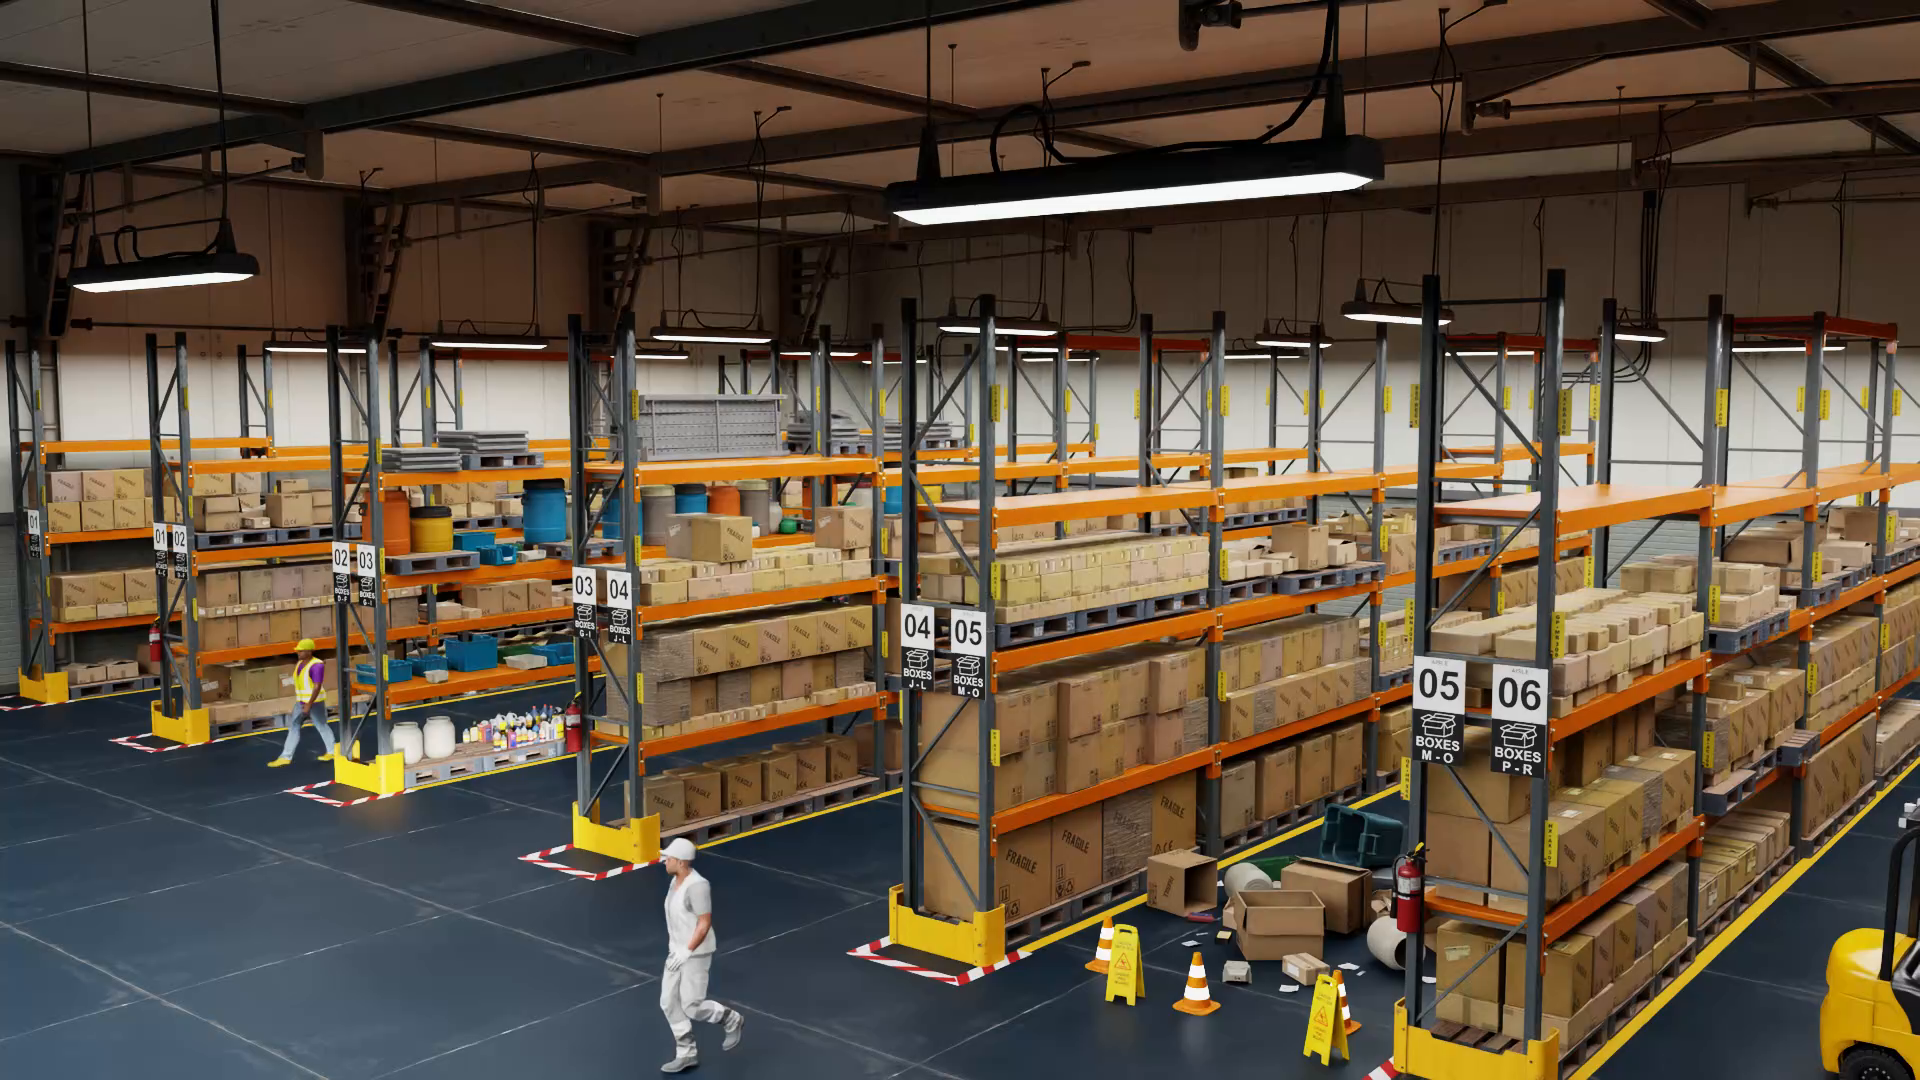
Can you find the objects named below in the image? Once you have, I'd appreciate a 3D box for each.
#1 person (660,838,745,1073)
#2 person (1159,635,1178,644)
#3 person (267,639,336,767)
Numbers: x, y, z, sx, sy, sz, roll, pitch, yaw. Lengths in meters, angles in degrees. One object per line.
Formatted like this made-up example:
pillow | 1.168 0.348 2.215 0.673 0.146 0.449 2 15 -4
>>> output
person | -2.019 3.148 12.762 0.678 1.756 0.586 -4 7 -38
person | 2.959 2.104 23.346 0.455 1.654 0.862 4 6 36
person | -9.031 2.222 22.896 0.610 1.722 0.925 3 6 32
